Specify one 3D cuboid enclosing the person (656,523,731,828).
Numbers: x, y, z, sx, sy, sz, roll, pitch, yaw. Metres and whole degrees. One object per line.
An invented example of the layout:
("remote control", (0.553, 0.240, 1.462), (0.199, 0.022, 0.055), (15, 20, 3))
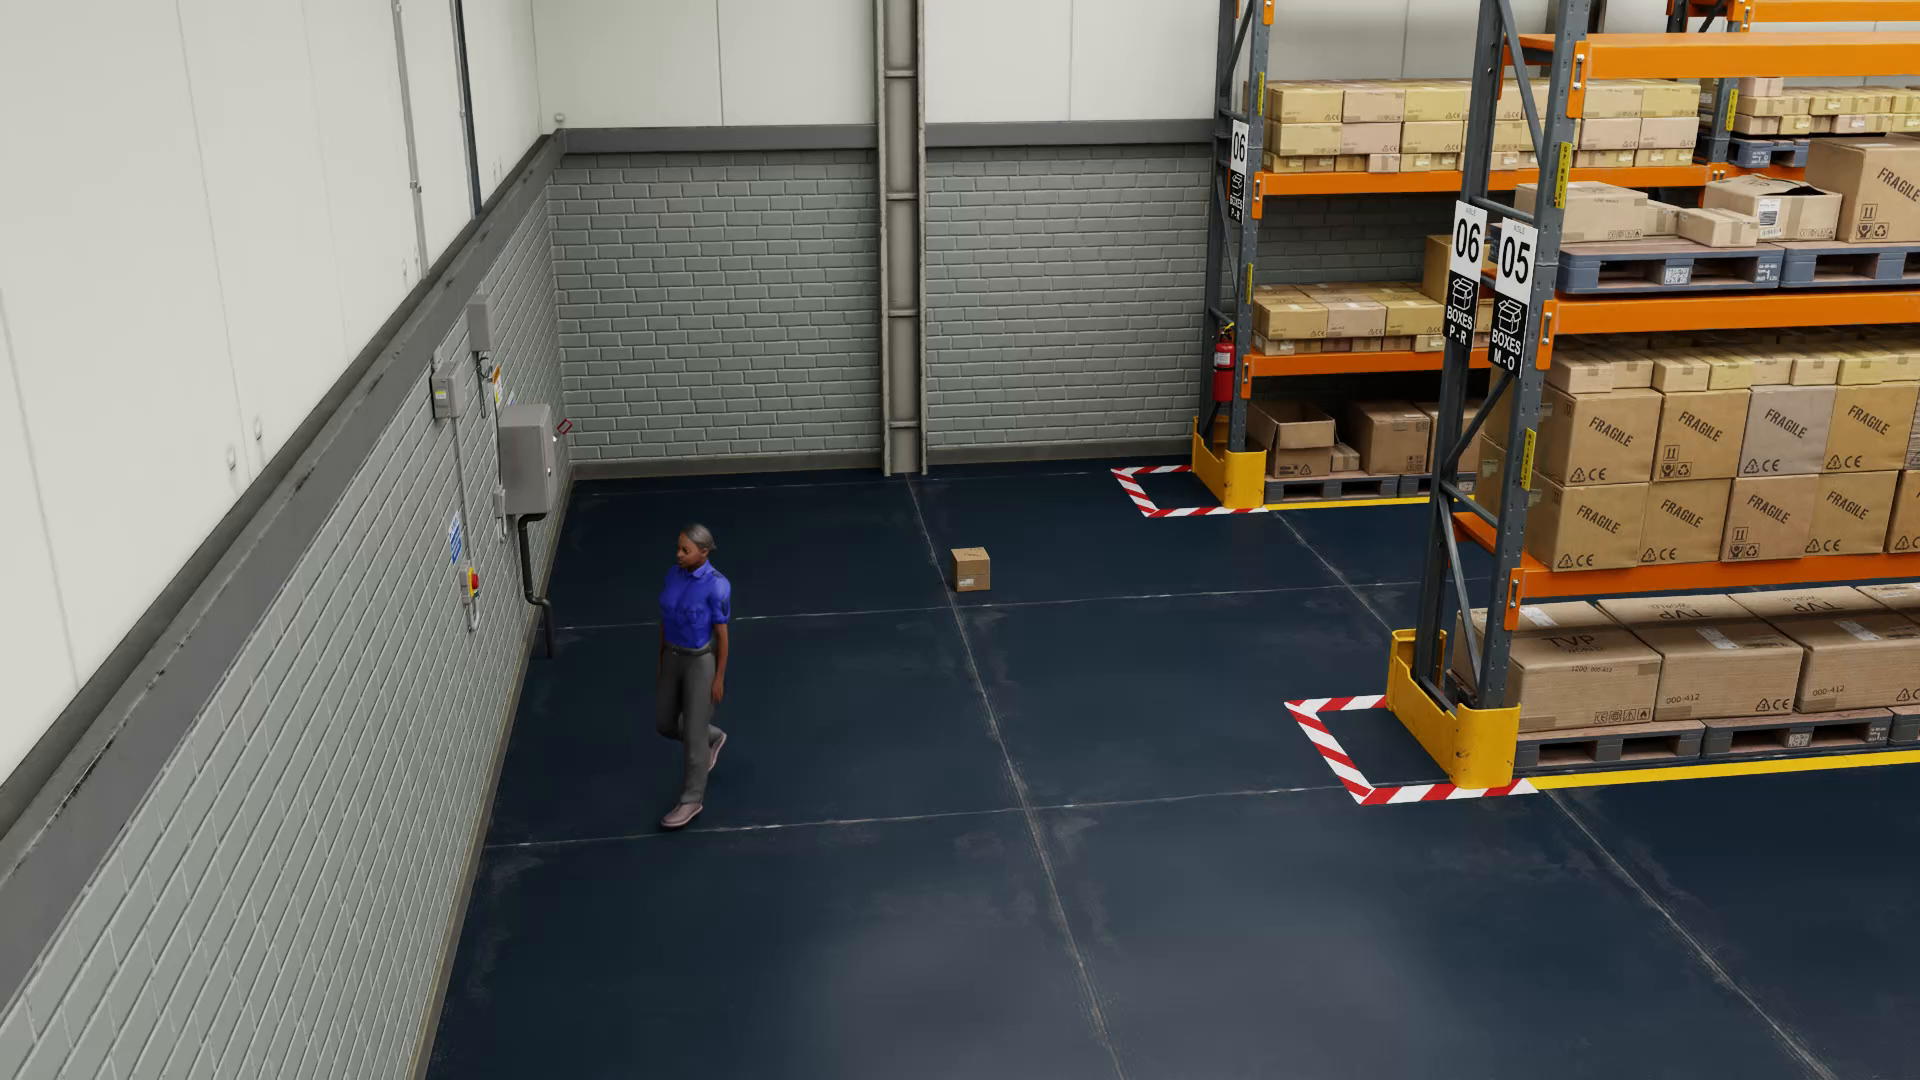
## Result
("person", (-1.487, 0.700, 9.155), (0.461, 1.632, 0.732), (13, 24, 32))
